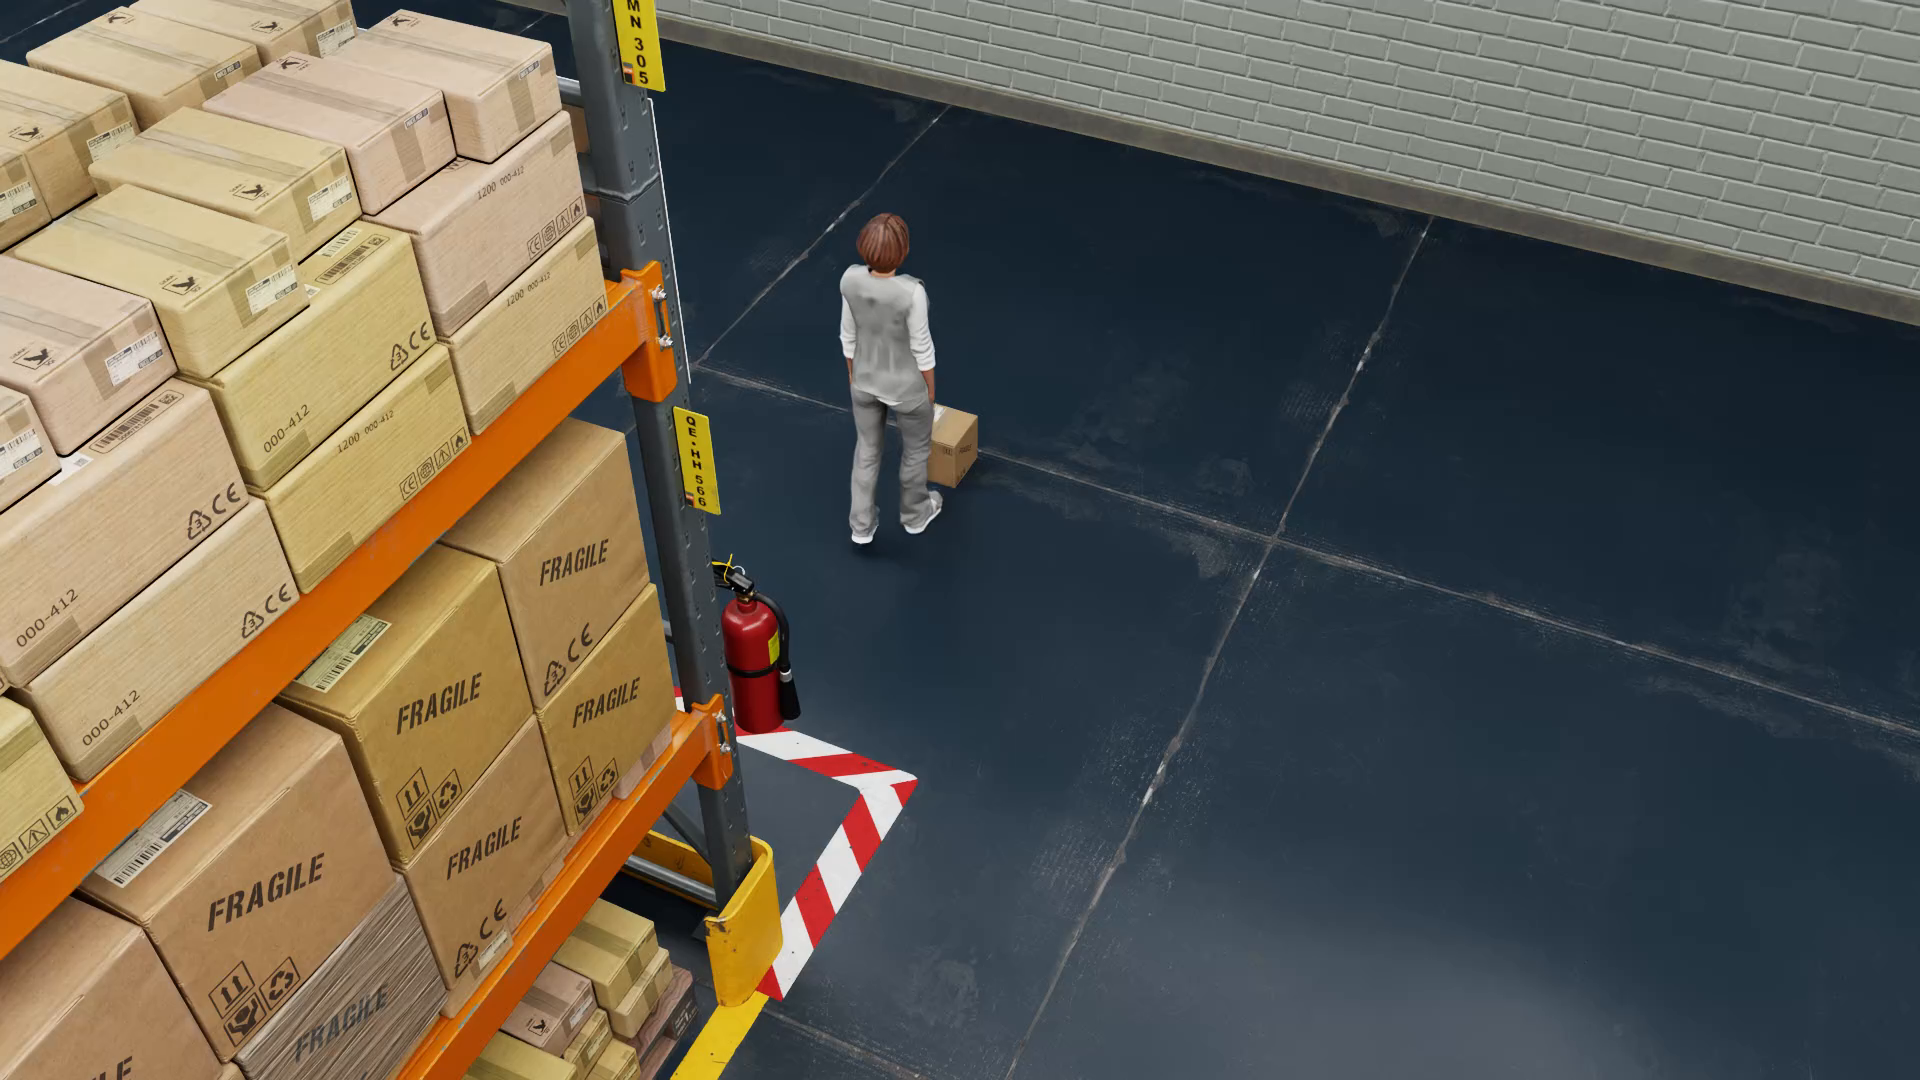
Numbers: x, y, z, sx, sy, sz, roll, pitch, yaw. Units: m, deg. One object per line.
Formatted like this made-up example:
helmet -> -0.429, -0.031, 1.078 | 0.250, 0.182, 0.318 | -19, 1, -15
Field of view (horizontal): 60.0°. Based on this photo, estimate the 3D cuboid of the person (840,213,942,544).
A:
person -> -0.279, -0.649, 6.886 | 0.416, 1.624, 0.460 | 18, 46, 19
